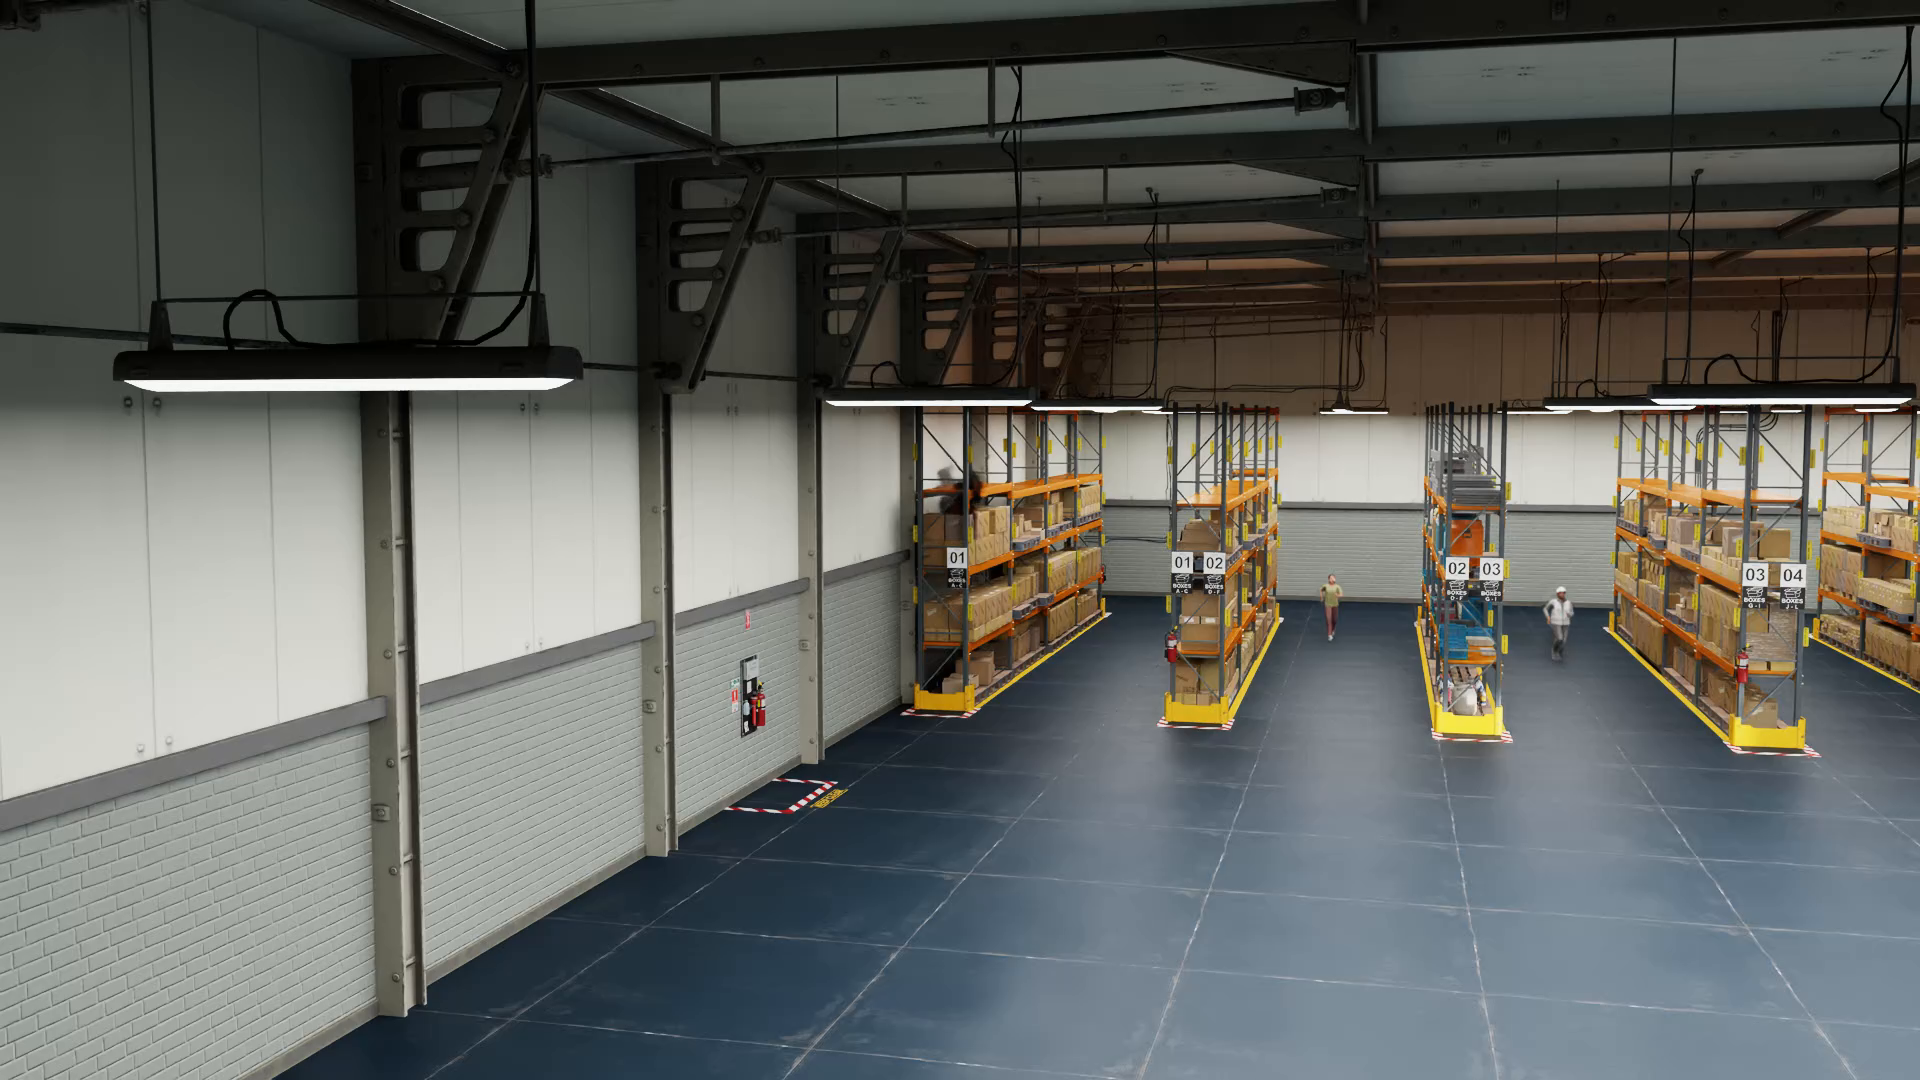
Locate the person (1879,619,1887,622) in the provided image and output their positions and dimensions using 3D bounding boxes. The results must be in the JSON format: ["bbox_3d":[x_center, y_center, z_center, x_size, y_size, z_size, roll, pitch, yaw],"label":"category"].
[{"bbox_3d":[24.067,1.634,43.391,0.695,1.779,0.800,-1,4,-14],"label":"person"}]

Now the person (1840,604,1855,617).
[{"bbox_3d":[23.679,1.635,44.191,0.643,1.659,0.576,1,4,15],"label":"person"}]

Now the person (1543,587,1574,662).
[{"bbox_3d":[14.022,1.971,38.826,0.630,1.753,0.669,0,4,-3],"label":"person"}]

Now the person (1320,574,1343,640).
[{"bbox_3d":[9.564,1.703,42.791,0.572,1.659,0.966,0,4,5],"label":"person"}]
